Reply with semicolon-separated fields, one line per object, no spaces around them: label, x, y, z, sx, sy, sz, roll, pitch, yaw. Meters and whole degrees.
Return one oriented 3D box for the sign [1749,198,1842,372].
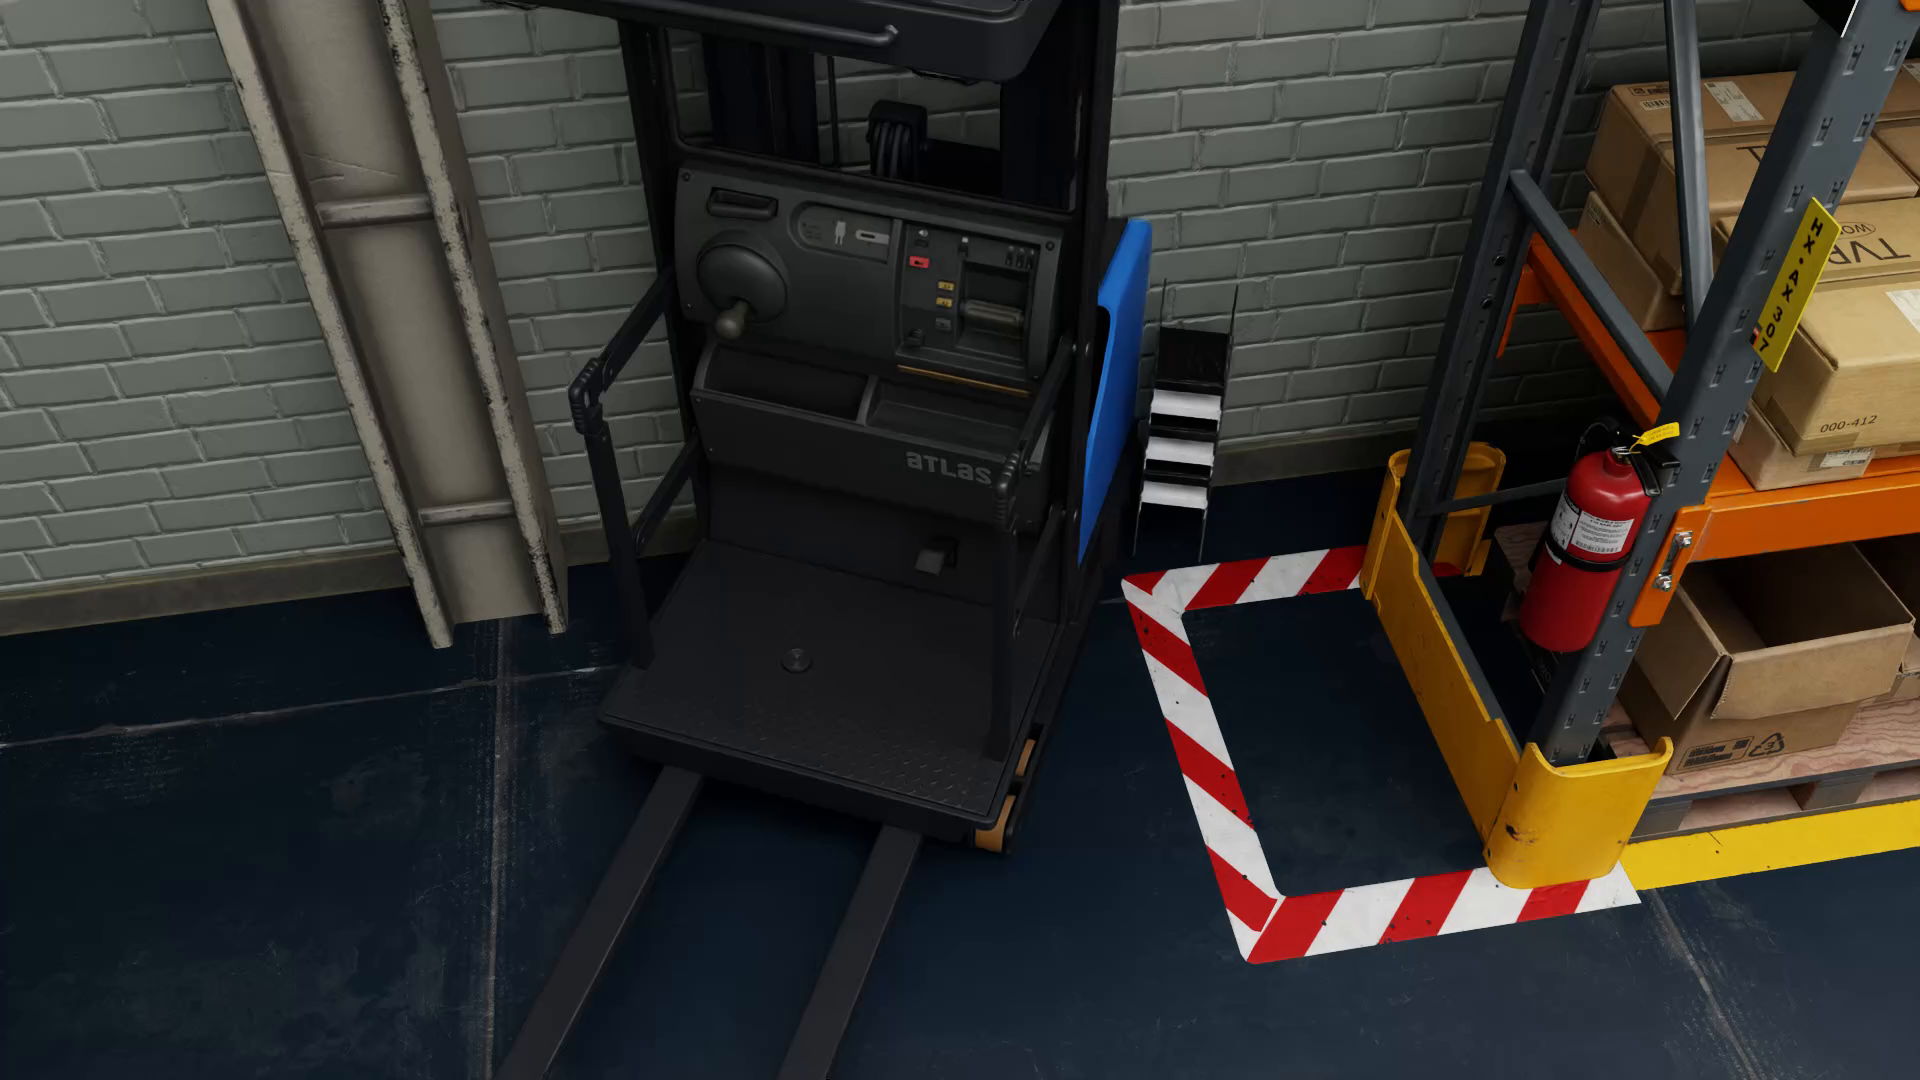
sign;1.505;-0.458;3.007;0.005;0.325;0.100;-7;46;-7

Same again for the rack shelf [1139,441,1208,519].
rack shelf;0.664;-0.189;5.103;0.200;0.077;0.258;7;46;6

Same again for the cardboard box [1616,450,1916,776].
cardboard box;2.031;0.170;4.445;0.637;0.503;0.797;-9;47;-8

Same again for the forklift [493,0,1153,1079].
forklift;-0.289;-0.516;3.712;1.130;2.935;3.031;13;47;12

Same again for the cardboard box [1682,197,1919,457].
cardboard box;1.905;-0.458;3.506;0.500;0.250;0.500;-7;46;-7

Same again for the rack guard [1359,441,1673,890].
rack guard;1.487;0.315;4.599;0.348;0.500;1.175;-7;46;-7

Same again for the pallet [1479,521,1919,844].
pallet;2.273;0.317;4.798;1.213;0.211;1.003;-7;46;-7

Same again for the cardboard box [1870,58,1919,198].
cardboard box;2.329;-0.901;3.933;0.500;0.250;0.500;-7;46;-7

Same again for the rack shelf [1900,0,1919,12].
rack shelf;3.383;-1.579;3.105;4.000;0.370;1.077;-7;46;-7

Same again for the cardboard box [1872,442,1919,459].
cardboard box;2.026;-0.365;3.693;0.250;0.149;0.380;-6;46;-6

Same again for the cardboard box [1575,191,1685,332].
cardboard box;1.693;-0.687;4.003;0.250;0.149;0.380;-8;47;-7

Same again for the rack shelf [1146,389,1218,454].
rack shelf;0.664;-0.377;4.909;0.200;0.077;0.258;7;46;6

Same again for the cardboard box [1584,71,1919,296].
cardboard box;1.820;-0.839;3.873;0.500;0.250;0.500;-6;46;-6

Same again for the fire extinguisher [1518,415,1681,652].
fire extinguisher;1.346;-0.040;3.519;0.183;0.674;0.296;-7;46;-7

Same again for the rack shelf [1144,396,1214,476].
rack shelf;0.664;-0.314;4.974;0.200;0.077;0.258;7;46;6

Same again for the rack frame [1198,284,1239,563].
rack frame;0.764;-0.325;4.938;0.006;0.900;0.240;7;46;6

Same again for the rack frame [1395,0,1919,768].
rack frame;1.412;-0.543;3.690;0.127;3.000;1.000;-7;46;-7

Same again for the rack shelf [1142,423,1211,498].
rack shelf;0.664;-0.252;5.039;0.200;0.077;0.258;7;46;6

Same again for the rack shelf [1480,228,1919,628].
rack shelf;3.383;-0.539;4.186;4.000;0.370;1.077;-7;46;-7

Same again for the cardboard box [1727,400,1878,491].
cardboard box;1.783;-0.301;3.632;0.250;0.149;0.380;-7;47;-7

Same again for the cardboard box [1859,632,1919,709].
cardboard box;2.457;0.268;4.597;0.250;0.149;0.380;-9;47;-8

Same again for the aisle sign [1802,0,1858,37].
aisle sign;1.395;-1.228;2.545;0.004;0.787;0.394;-7;46;-7

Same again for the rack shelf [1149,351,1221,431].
rack shelf;0.664;-0.439;4.844;0.200;0.077;0.258;7;46;6

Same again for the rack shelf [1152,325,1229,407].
rack shelf;0.664;-0.502;4.779;0.200;0.077;0.258;7;46;6

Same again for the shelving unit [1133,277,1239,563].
shelving unit;0.664;-0.337;4.950;0.210;0.900;0.258;7;46;6

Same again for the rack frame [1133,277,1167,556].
rack frame;0.564;-0.349;4.961;0.006;0.900;0.240;7;46;6

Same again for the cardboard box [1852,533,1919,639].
cardboard box;2.880;0.094;4.521;0.500;0.500;0.700;-5;46;-5
